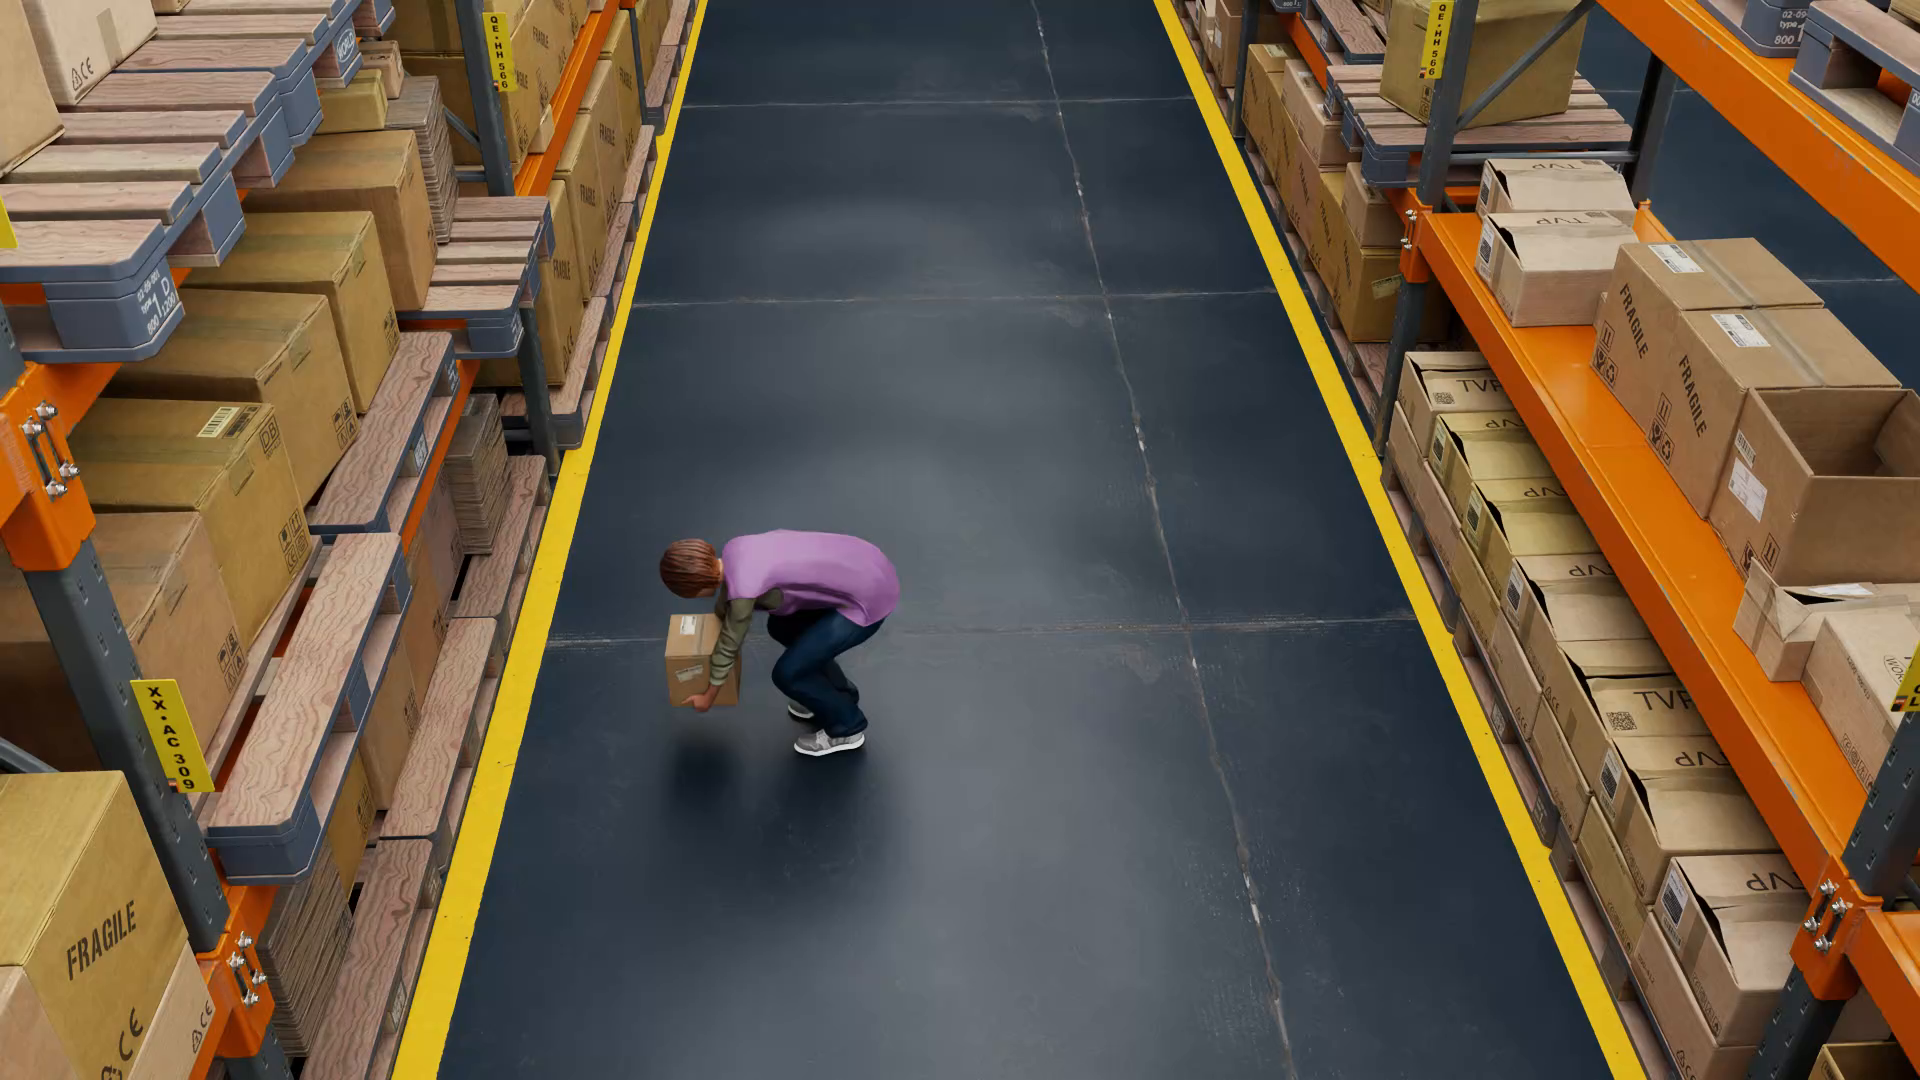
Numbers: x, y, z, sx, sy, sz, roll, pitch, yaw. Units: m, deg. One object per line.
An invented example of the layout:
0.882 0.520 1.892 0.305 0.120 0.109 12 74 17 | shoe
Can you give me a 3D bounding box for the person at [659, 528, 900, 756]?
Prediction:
-0.651 0.370 6.218 0.862 0.923 0.424 -3 36 -4 | person
